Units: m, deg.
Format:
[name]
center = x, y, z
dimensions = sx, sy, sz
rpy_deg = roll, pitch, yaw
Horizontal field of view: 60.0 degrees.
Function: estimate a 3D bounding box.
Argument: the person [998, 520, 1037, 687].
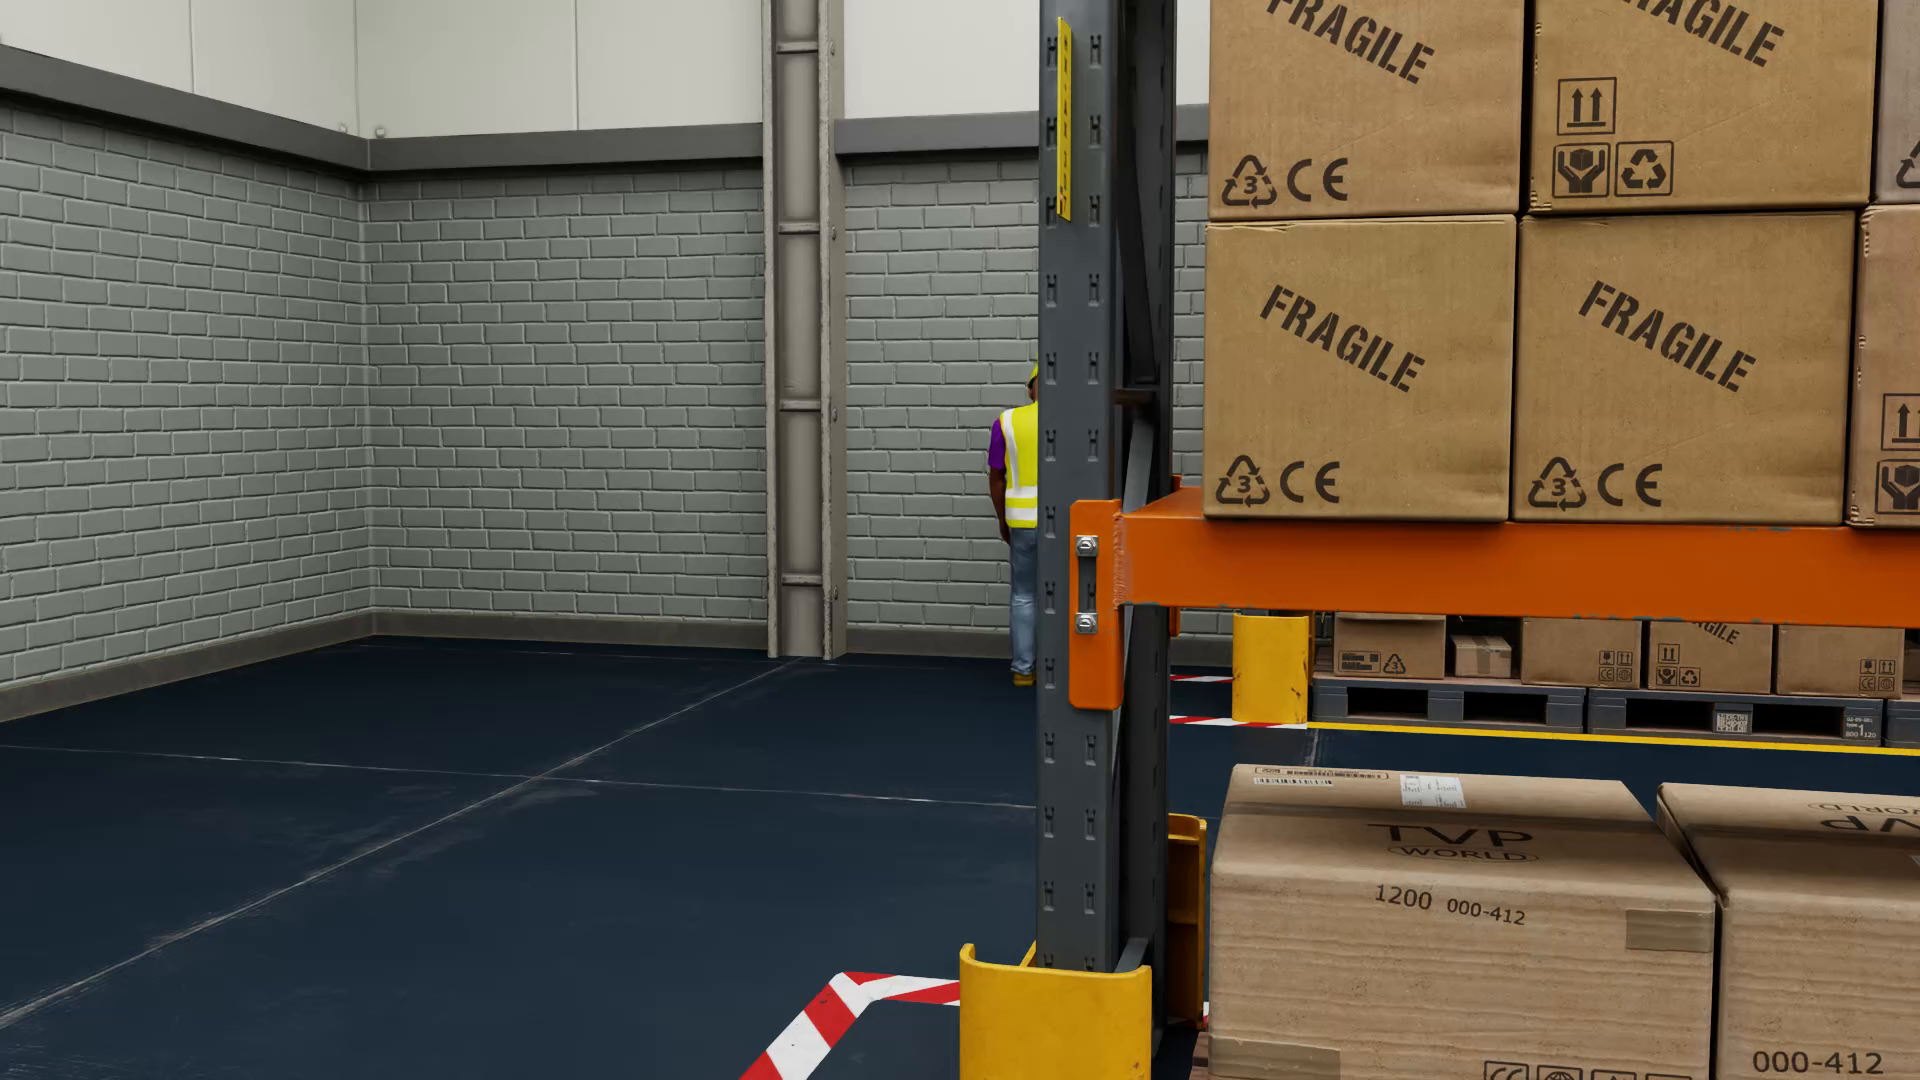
[person]
center = 0.462, 0.301, 8.924
dimensions = 0.567, 0.917, 0.895
rpy_deg = 1, 5, 14
